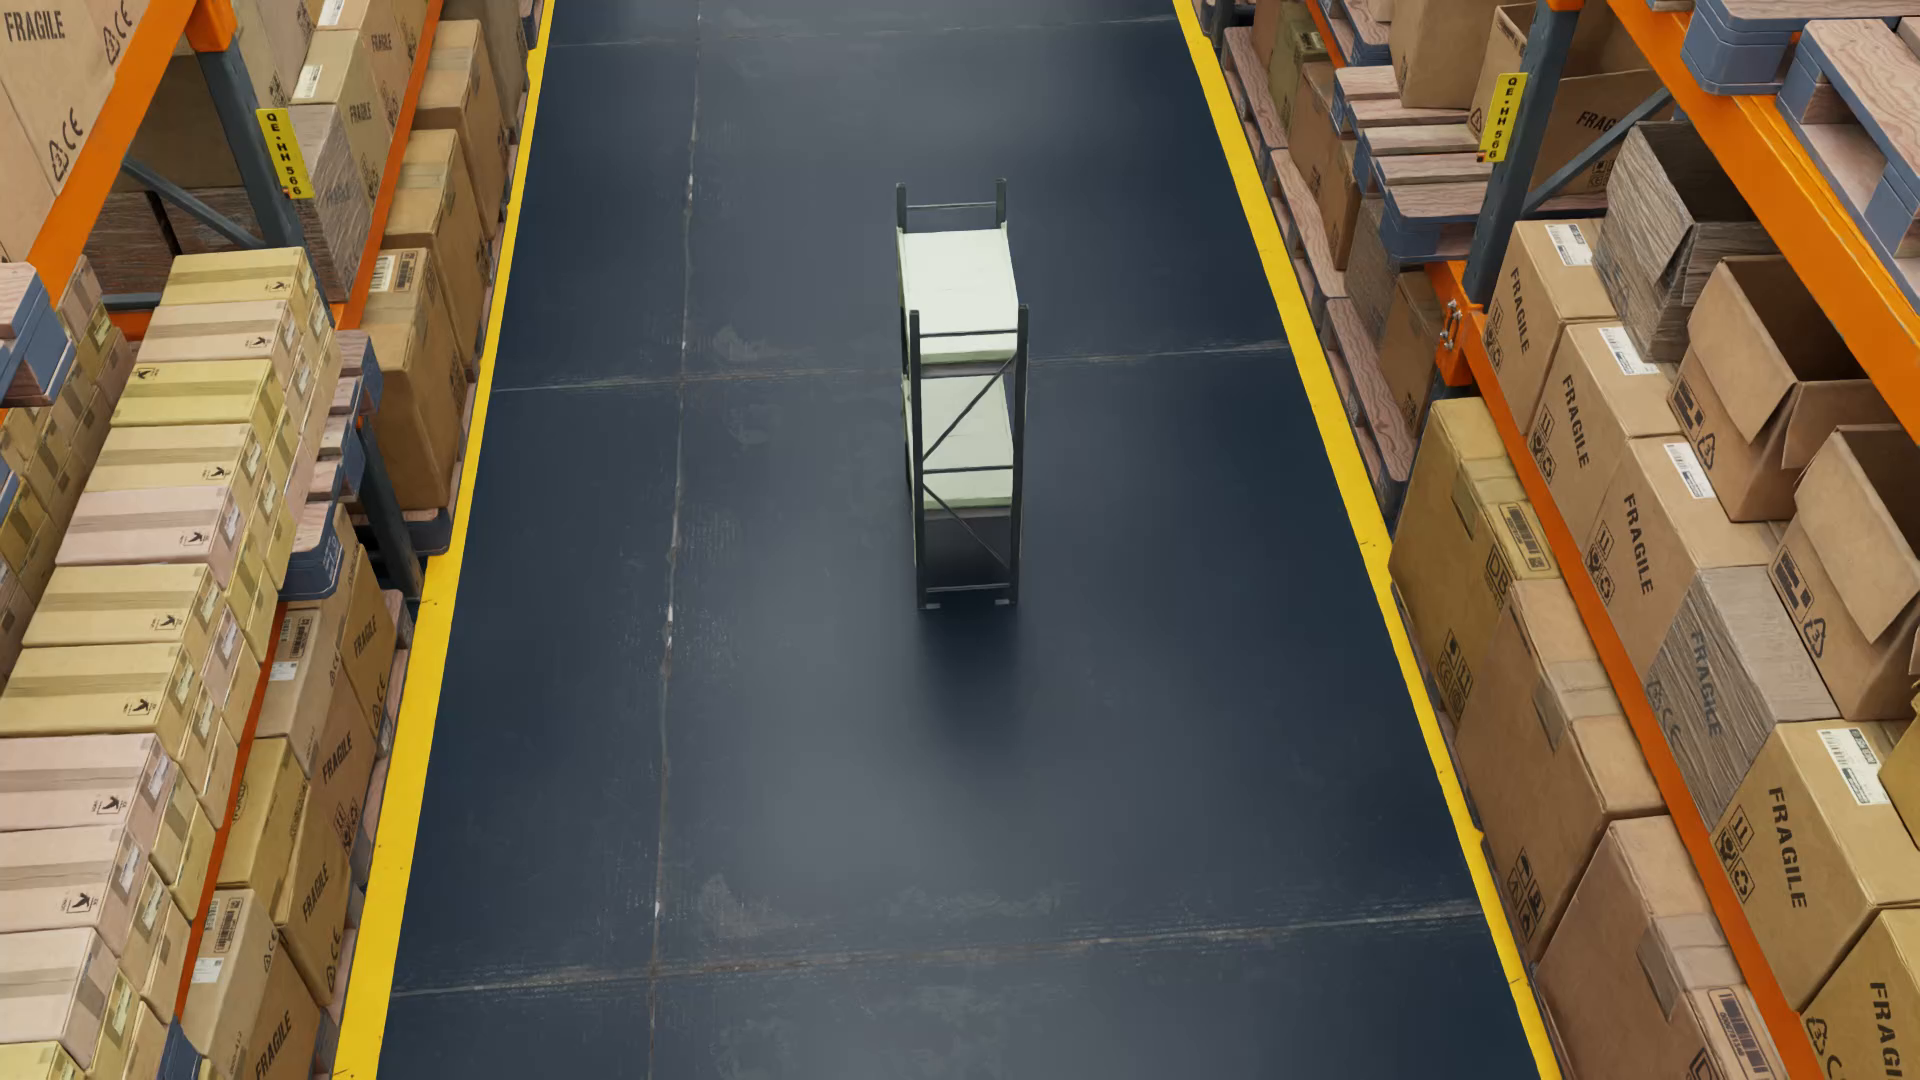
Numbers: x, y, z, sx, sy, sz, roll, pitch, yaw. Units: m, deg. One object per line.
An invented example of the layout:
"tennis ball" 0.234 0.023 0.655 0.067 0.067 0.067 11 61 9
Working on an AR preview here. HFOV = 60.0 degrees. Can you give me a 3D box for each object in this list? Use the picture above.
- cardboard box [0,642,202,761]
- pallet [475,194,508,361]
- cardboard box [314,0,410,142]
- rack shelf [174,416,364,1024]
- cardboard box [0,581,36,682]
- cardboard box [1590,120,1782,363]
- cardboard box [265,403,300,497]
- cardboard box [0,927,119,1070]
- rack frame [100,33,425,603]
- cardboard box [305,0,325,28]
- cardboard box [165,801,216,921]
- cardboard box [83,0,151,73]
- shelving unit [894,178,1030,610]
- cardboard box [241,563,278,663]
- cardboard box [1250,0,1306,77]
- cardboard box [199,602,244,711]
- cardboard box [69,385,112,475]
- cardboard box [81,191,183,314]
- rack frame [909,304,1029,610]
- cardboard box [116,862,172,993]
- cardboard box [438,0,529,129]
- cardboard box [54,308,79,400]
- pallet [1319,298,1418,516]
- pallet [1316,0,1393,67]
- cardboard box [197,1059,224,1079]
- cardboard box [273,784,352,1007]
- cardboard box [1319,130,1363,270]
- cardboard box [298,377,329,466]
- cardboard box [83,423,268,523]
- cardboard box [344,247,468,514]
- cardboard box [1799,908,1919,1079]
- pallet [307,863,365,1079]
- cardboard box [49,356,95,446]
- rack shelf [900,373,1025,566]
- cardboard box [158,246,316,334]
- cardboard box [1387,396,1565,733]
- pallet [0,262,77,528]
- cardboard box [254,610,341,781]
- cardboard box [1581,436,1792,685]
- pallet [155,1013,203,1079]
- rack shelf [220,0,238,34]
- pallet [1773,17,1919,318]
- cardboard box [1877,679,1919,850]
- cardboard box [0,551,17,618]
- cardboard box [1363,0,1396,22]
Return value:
"cardboard box" -2.036 0.388 3.927 0.380 0.149 0.250 -2 47 -2
"pallet" -2.751 -1.297 7.969 1.003 0.211 1.213 -3 47 -3
"cardboard box" -2.516 -1.908 6.559 0.500 0.500 0.500 -4 47 -3
"rack shelf" -2.493 0.894 4.469 1.077 0.370 4.000 -3 47 -3
"cardboard box" -2.730 0.255 4.463 0.380 0.149 0.250 -2 47 -2
"cardboard box" 2.335 -0.878 4.892 0.797 0.503 0.637 -2 47 -2
"cardboard box" -2.117 -0.248 4.734 0.380 0.149 0.250 -2 47 -2
"cardboard box" -1.967 0.950 3.394 0.380 0.149 0.250 -4 47 -4
"rack frame" -2.661 -0.800 5.578 1.000 3.000 0.127 -3 47 -3
"cardboard box" -2.777 -2.241 6.185 0.700 0.500 0.500 -4 47 -4
"cardboard box" -2.015 0.778 3.967 0.380 0.149 0.250 -4 47 -4
"cardboard box" -2.360 -1.468 4.076 0.500 0.500 0.500 -3 47 -3
"shelving unit" -0.001 -0.521 6.347 0.431 1.500 0.755 -3 47 -3
"cardboard box" -2.079 0.212 4.504 0.380 0.149 0.250 -5 47 -5
"cardboard box" 1.985 -2.769 8.861 0.700 0.500 0.500 -7 47 -6
"cardboard box" -2.056 0.302 4.213 0.380 0.149 0.250 -2 47 -2
"cardboard box" -2.802 -0.328 5.015 0.380 0.149 0.250 -1 47 -1
"cardboard box" -2.966 -1.144 5.835 0.500 0.500 0.500 -3 47 -3
"rack frame" 0.030 -0.256 6.096 0.400 1.500 0.023 -3 47 -3
"cardboard box" -1.993 0.863 3.682 0.380 0.149 0.250 -2 47 -2
"cardboard box" -2.854 -2.621 8.564 1.050 0.750 0.750 -4 47 -3
"cardboard box" -2.790 -0.522 4.789 0.380 0.149 0.250 -5 47 -4
"pallet" 2.226 -0.635 7.343 1.003 0.211 1.213 -3 47 -3
"pallet" 2.084 -2.392 7.218 1.003 0.211 1.213 -3 47 -3
"cardboard box" -2.172 1.615 4.207 0.500 0.250 0.500 -2 47 -2
"cardboard box" -2.245 1.133 5.180 0.500 0.500 0.500 -5 47 -5
"cardboard box" 2.101 -1.614 7.768 0.700 0.500 0.500 0 47 0
"cardboard box" -2.142 -0.350 5.035 0.380 0.149 0.250 -4 47 -3
"cardboard box" -2.096 -0.172 4.457 0.380 0.149 0.250 -2 47 -2
"cardboard box" -2.622 -0.617 6.665 1.050 0.750 0.750 -4 47 -4
"cardboard box" 2.279 1.151 3.662 0.500 0.500 0.500 -2 47 -2
"pallet" -2.498 1.605 5.221 1.003 0.211 1.213 -3 47 -3
"cardboard box" -2.796 -0.402 4.881 0.380 0.149 0.250 -1 47 -1
"rack shelf" -0.001 -0.296 6.583 0.431 0.370 0.720 -3 47 -3
"cardboard box" -2.163 -0.736 4.992 0.380 0.149 0.250 -5 47 -5
"cardboard box" 2.327 0.058 5.940 1.225 0.875 0.875 -5 47 -5
"pallet" -2.361 -0.076 2.956 1.213 0.211 1.003 -3 47 -3
"cardboard box" -2.289 0.501 5.262 0.500 0.250 0.500 -3 47 -3
"cardboard box" 2.152 0.049 4.706 0.500 0.500 0.500 -4 47 -4
"pallet" -2.245 1.598 3.439 1.003 0.211 1.213 -3 47 -3
"rack shelf" -2.828 -3.031 6.121 1.077 0.370 4.000 -3 47 -3
"pallet" 2.494 -0.724 3.570 1.003 0.211 1.213 -2 47 -1
"cardboard box" 2.518 0.527 3.561 0.797 0.503 0.637 -3 47 -3
"cardboard box" -2.729 0.153 4.354 0.380 0.149 0.250 -3 47 -3
"cardboard box" 1.882 -2.317 6.818 0.396 0.266 0.258 -5 47 -4
